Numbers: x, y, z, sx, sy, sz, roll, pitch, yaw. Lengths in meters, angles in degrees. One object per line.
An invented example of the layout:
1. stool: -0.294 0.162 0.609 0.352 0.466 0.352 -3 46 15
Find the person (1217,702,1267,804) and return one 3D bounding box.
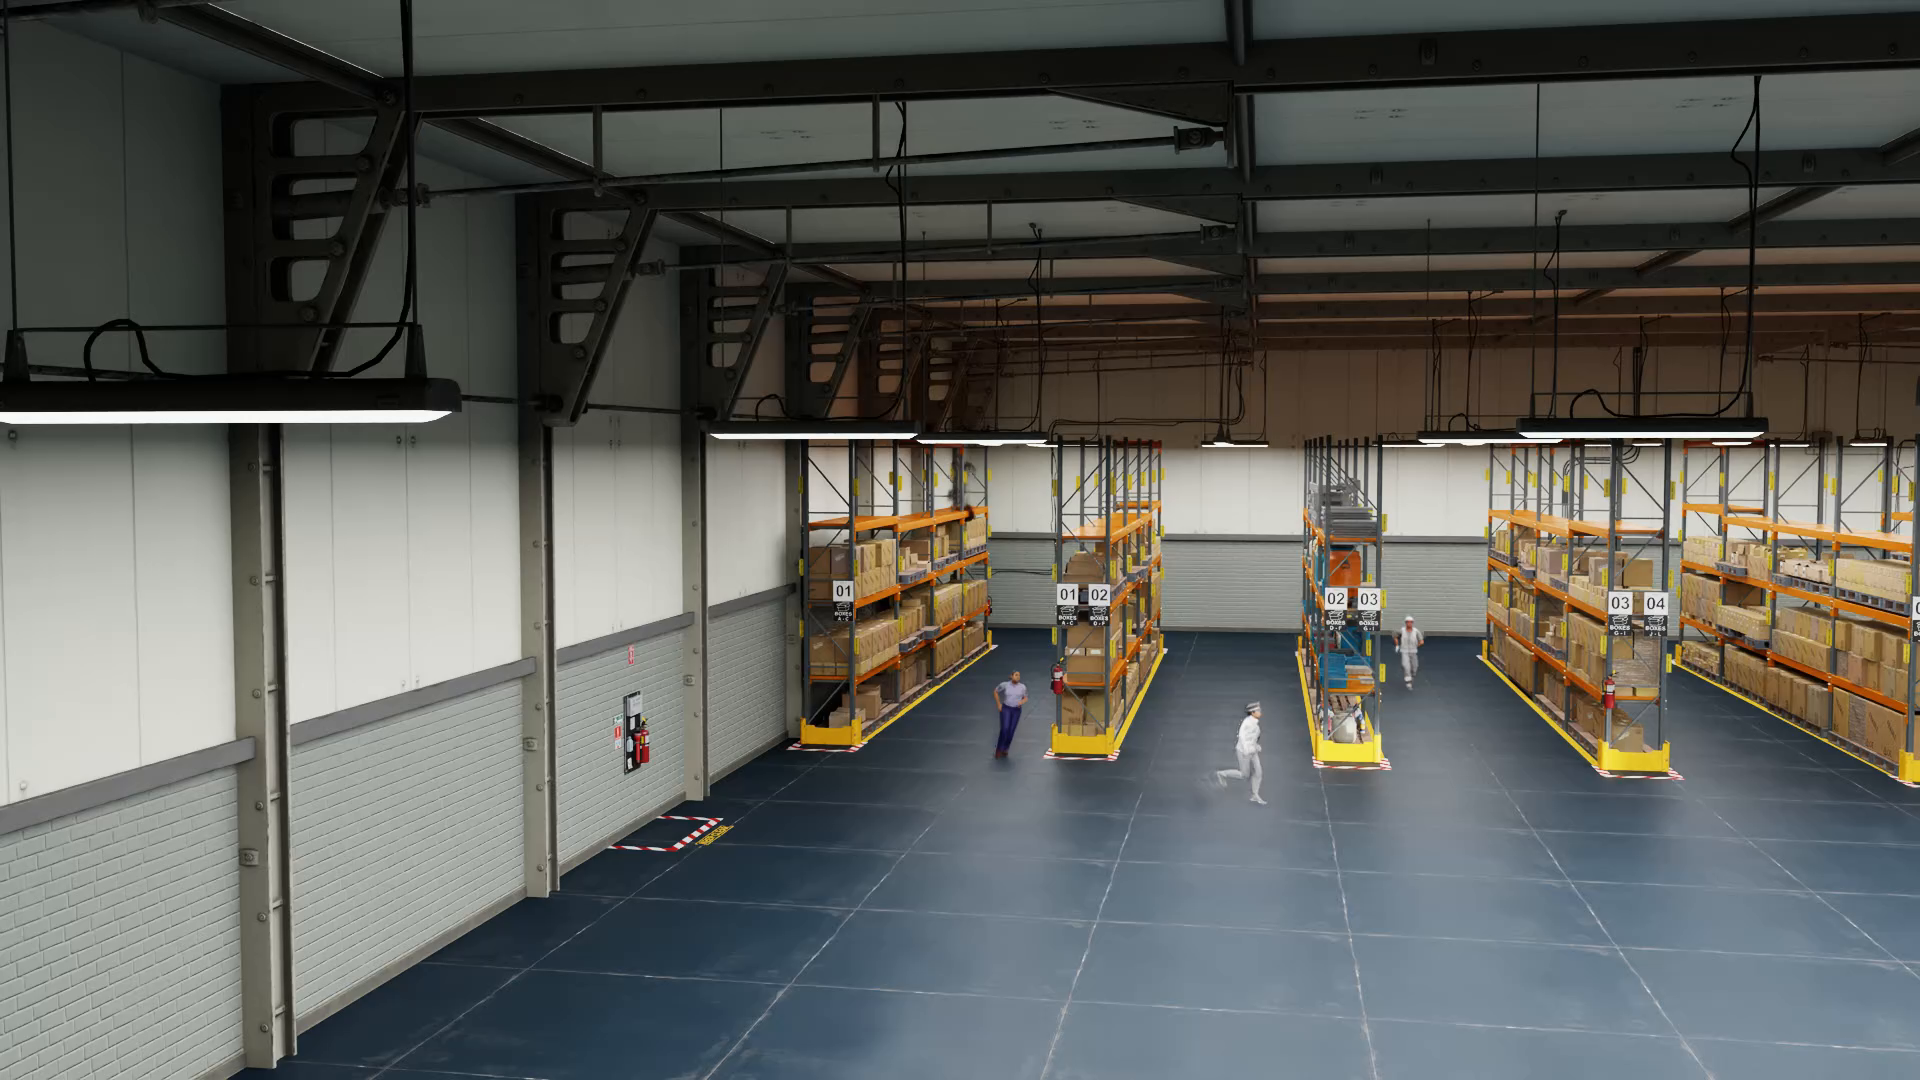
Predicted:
1. person: 4.614 3.459 27.099 0.837 1.671 0.627 2 3 27

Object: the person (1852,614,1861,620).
1. person: 21.499 2.678 40.003 0.675 1.793 0.766 0 3 2

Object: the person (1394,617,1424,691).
1. person: 10.679 2.694 39.559 0.662 1.764 0.860 1 3 10

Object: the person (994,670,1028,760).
1. person: 0.941 3.242 31.036 0.671 1.641 0.613 -1 3 -12
